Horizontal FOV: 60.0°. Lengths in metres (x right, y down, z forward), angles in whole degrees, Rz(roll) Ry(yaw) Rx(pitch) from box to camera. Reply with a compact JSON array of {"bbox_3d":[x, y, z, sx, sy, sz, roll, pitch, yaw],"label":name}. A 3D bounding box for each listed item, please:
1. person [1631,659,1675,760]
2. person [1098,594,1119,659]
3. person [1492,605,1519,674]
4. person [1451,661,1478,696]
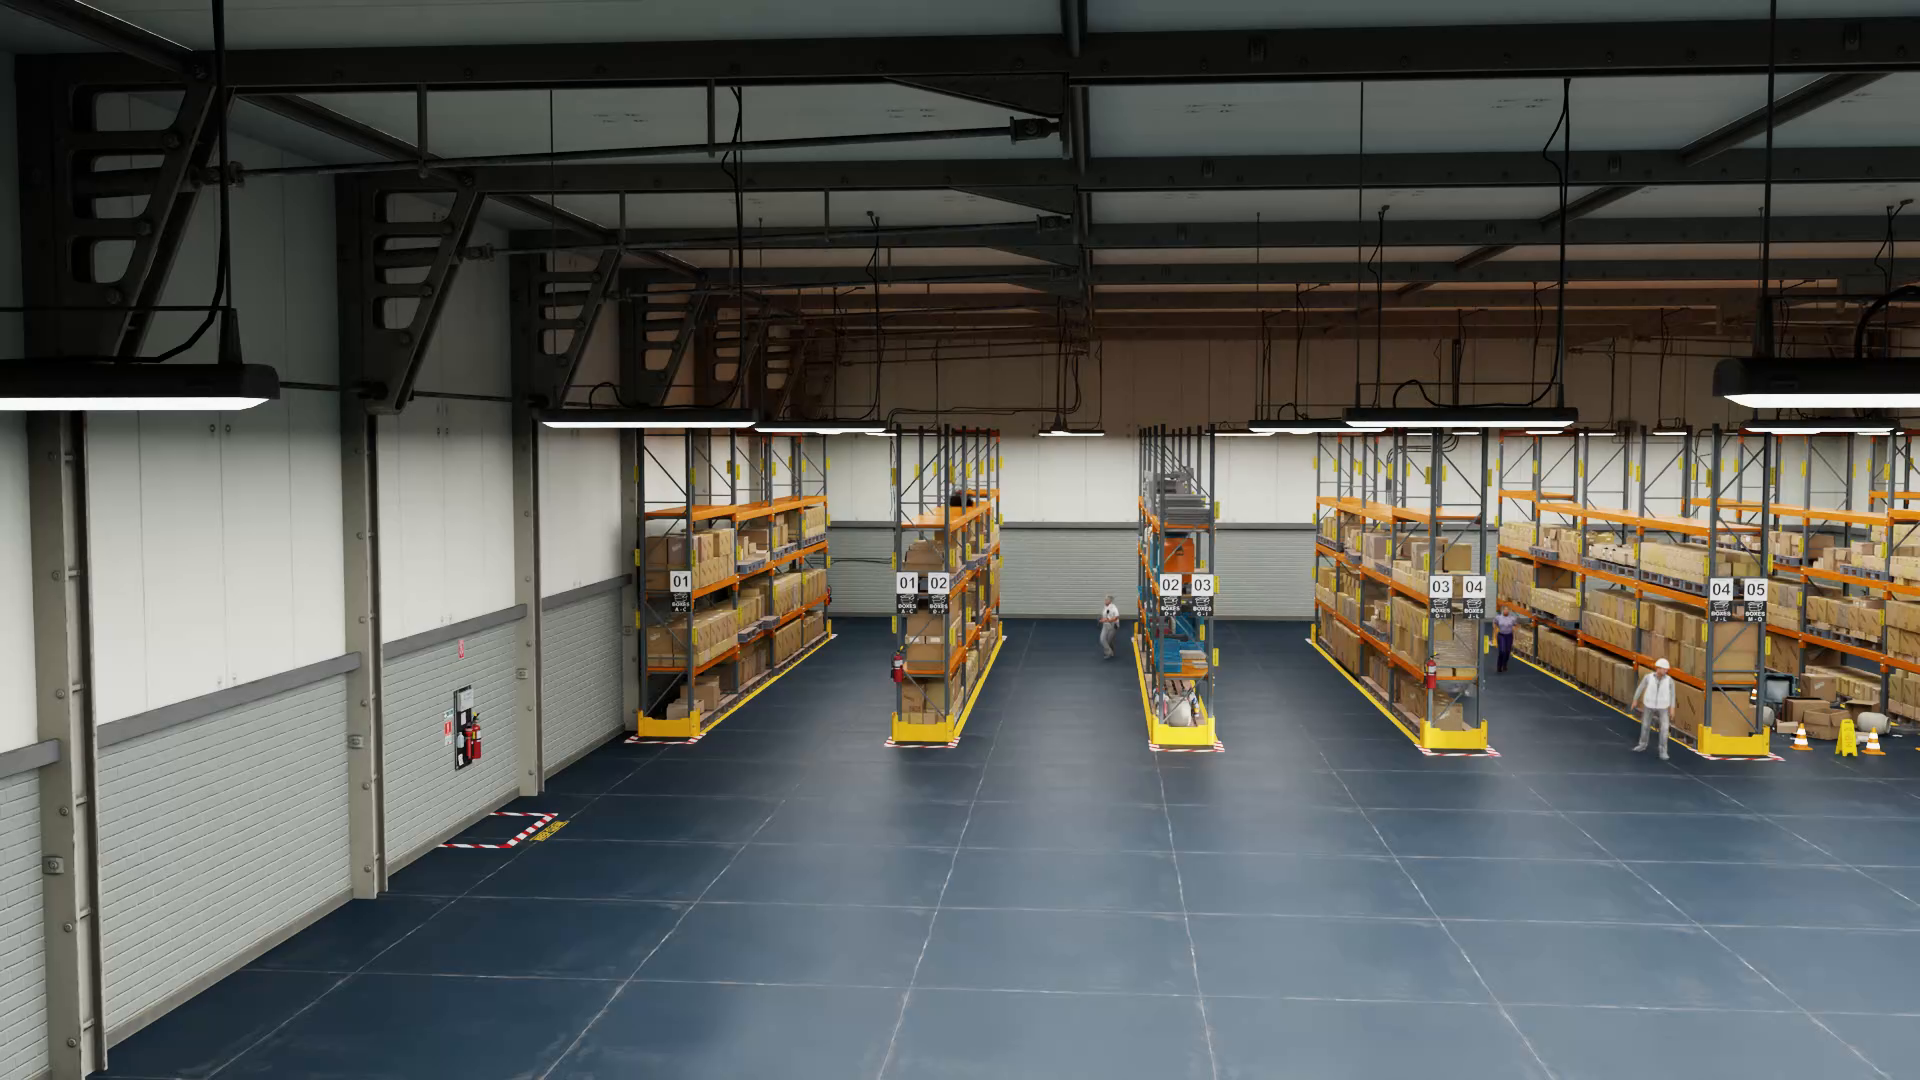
[{"bbox_3d":[12.507,3.018,30.010,0.737,1.773,0.709,1,4,22],"label":"person"},{"bbox_3d":[3.937,2.260,43.486,0.672,1.715,0.792,-3,4,-38],"label":"person"},{"bbox_3d":[13.370,2.438,40.701,0.582,1.683,0.714,0,3,4],"label":"person"},{"bbox_3d":[11.267,2.641,37.069,0.587,1.645,0.477,1,4,18],"label":"person"}]
